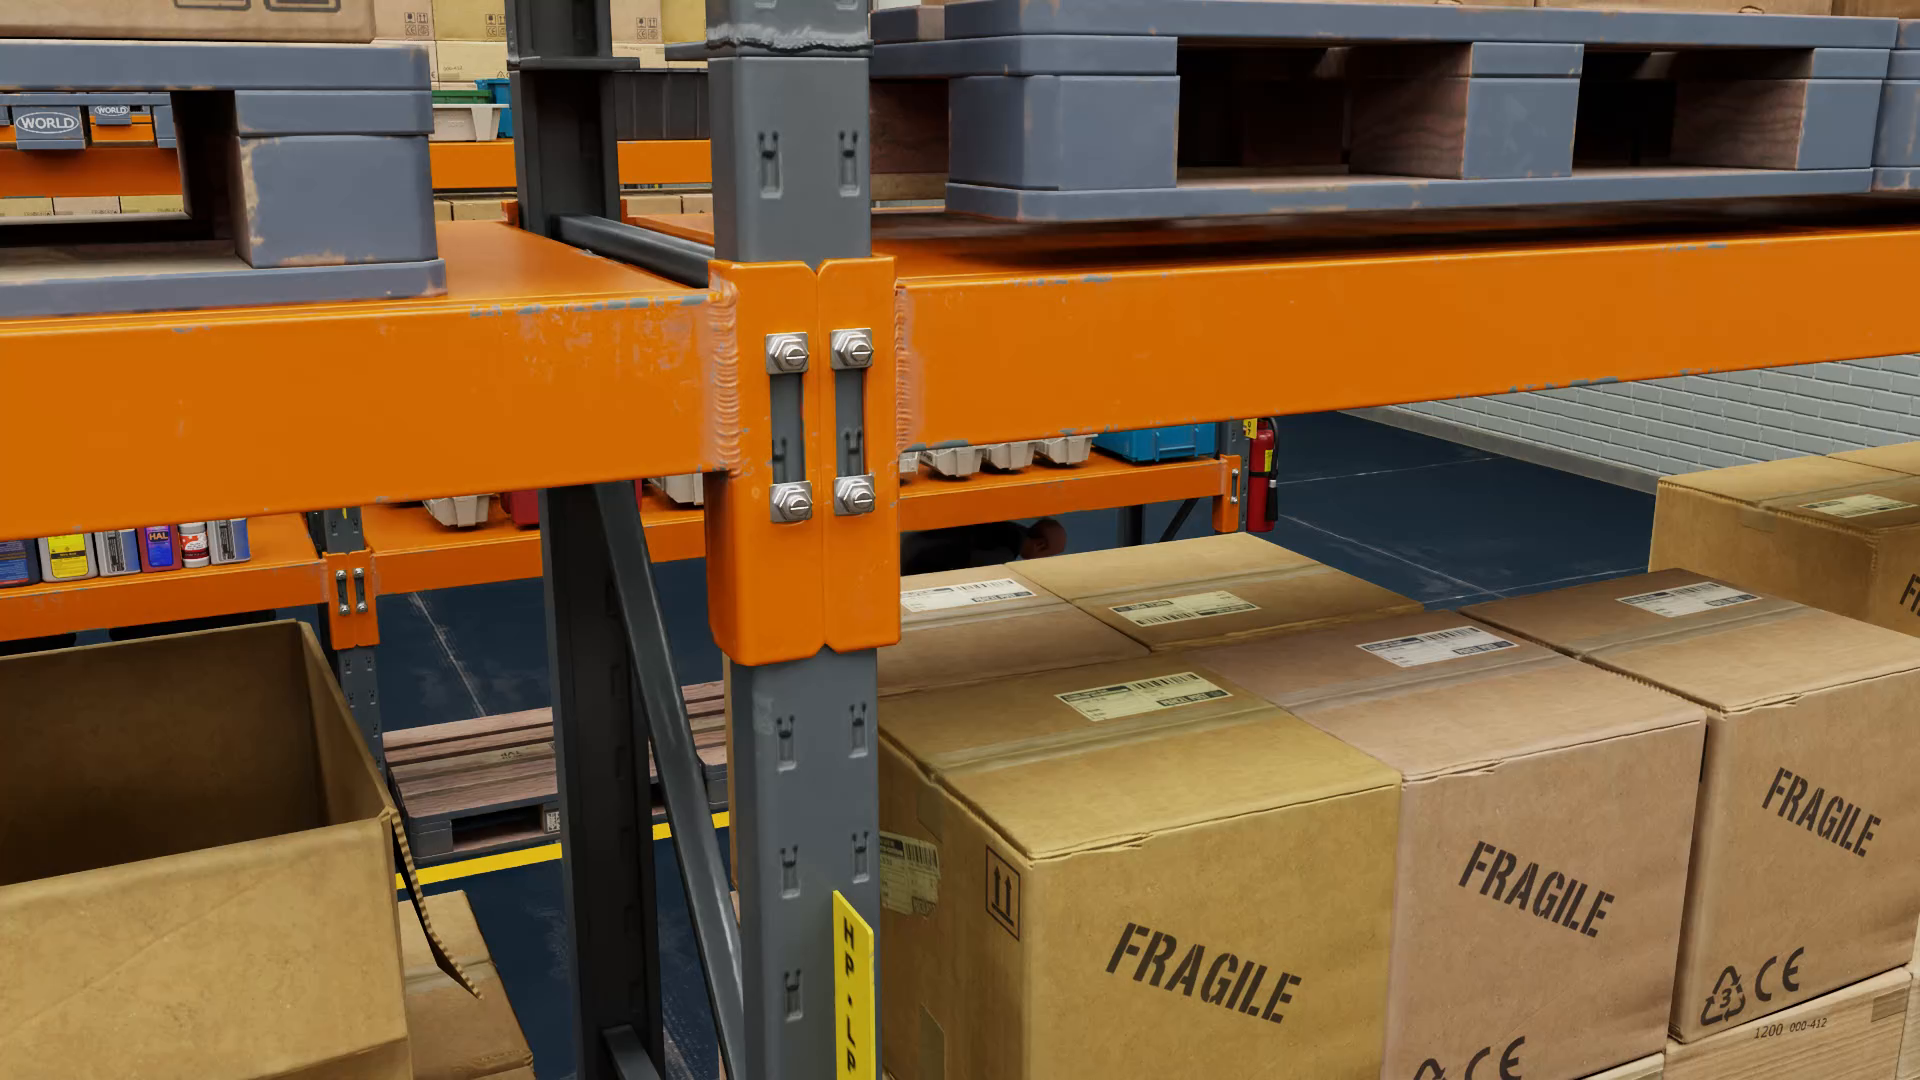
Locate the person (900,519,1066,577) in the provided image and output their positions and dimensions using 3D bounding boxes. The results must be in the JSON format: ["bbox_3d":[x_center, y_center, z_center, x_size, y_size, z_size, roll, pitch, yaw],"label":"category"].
[{"bbox_3d":[0.063,0.267,8.330,0.926,0.814,0.502,1,15,5],"label":"person"}]
